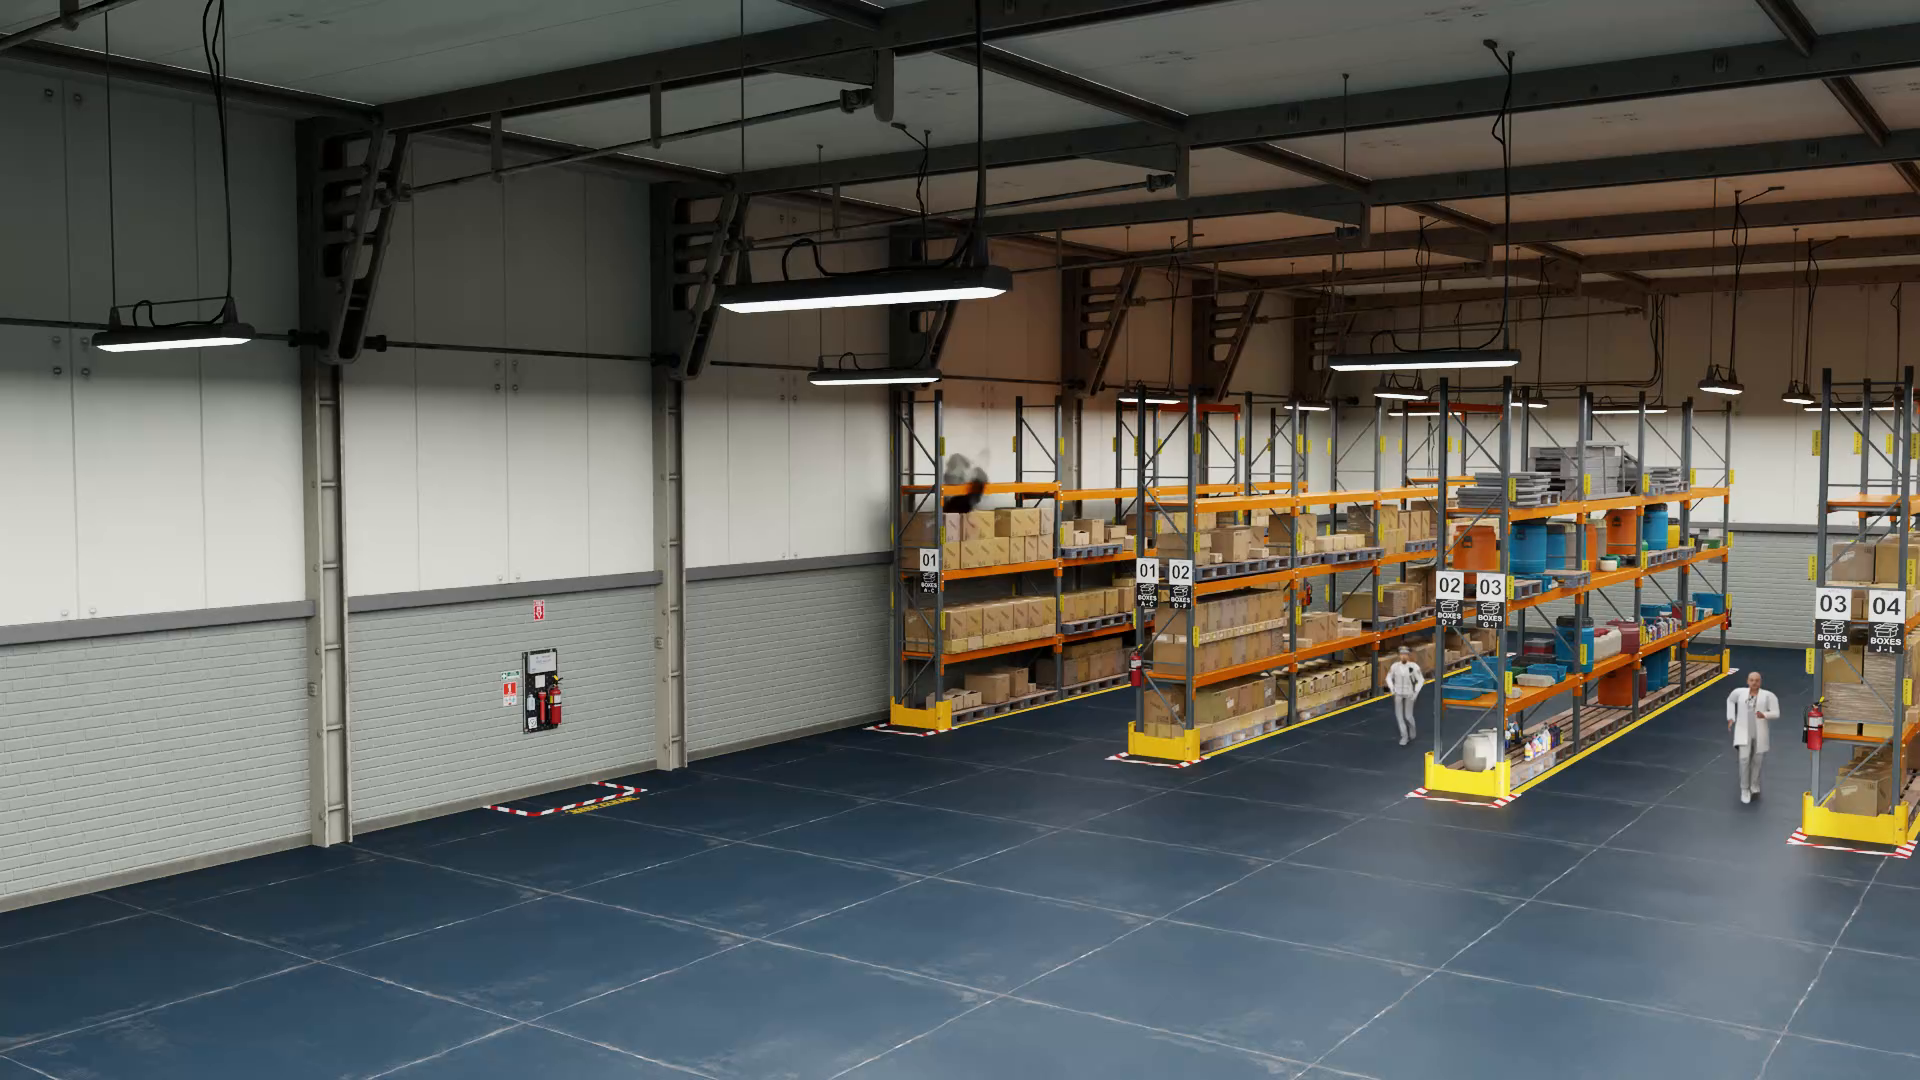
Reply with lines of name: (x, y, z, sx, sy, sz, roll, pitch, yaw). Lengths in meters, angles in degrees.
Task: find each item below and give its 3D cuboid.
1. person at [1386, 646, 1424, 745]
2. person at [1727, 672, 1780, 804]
person: (7.454, 2.602, 27.947, 0.625, 1.664, 0.505, 2, 4, 27)
person: (11.242, 2.784, 23.583, 0.666, 1.847, 0.937, 1, 4, 23)
